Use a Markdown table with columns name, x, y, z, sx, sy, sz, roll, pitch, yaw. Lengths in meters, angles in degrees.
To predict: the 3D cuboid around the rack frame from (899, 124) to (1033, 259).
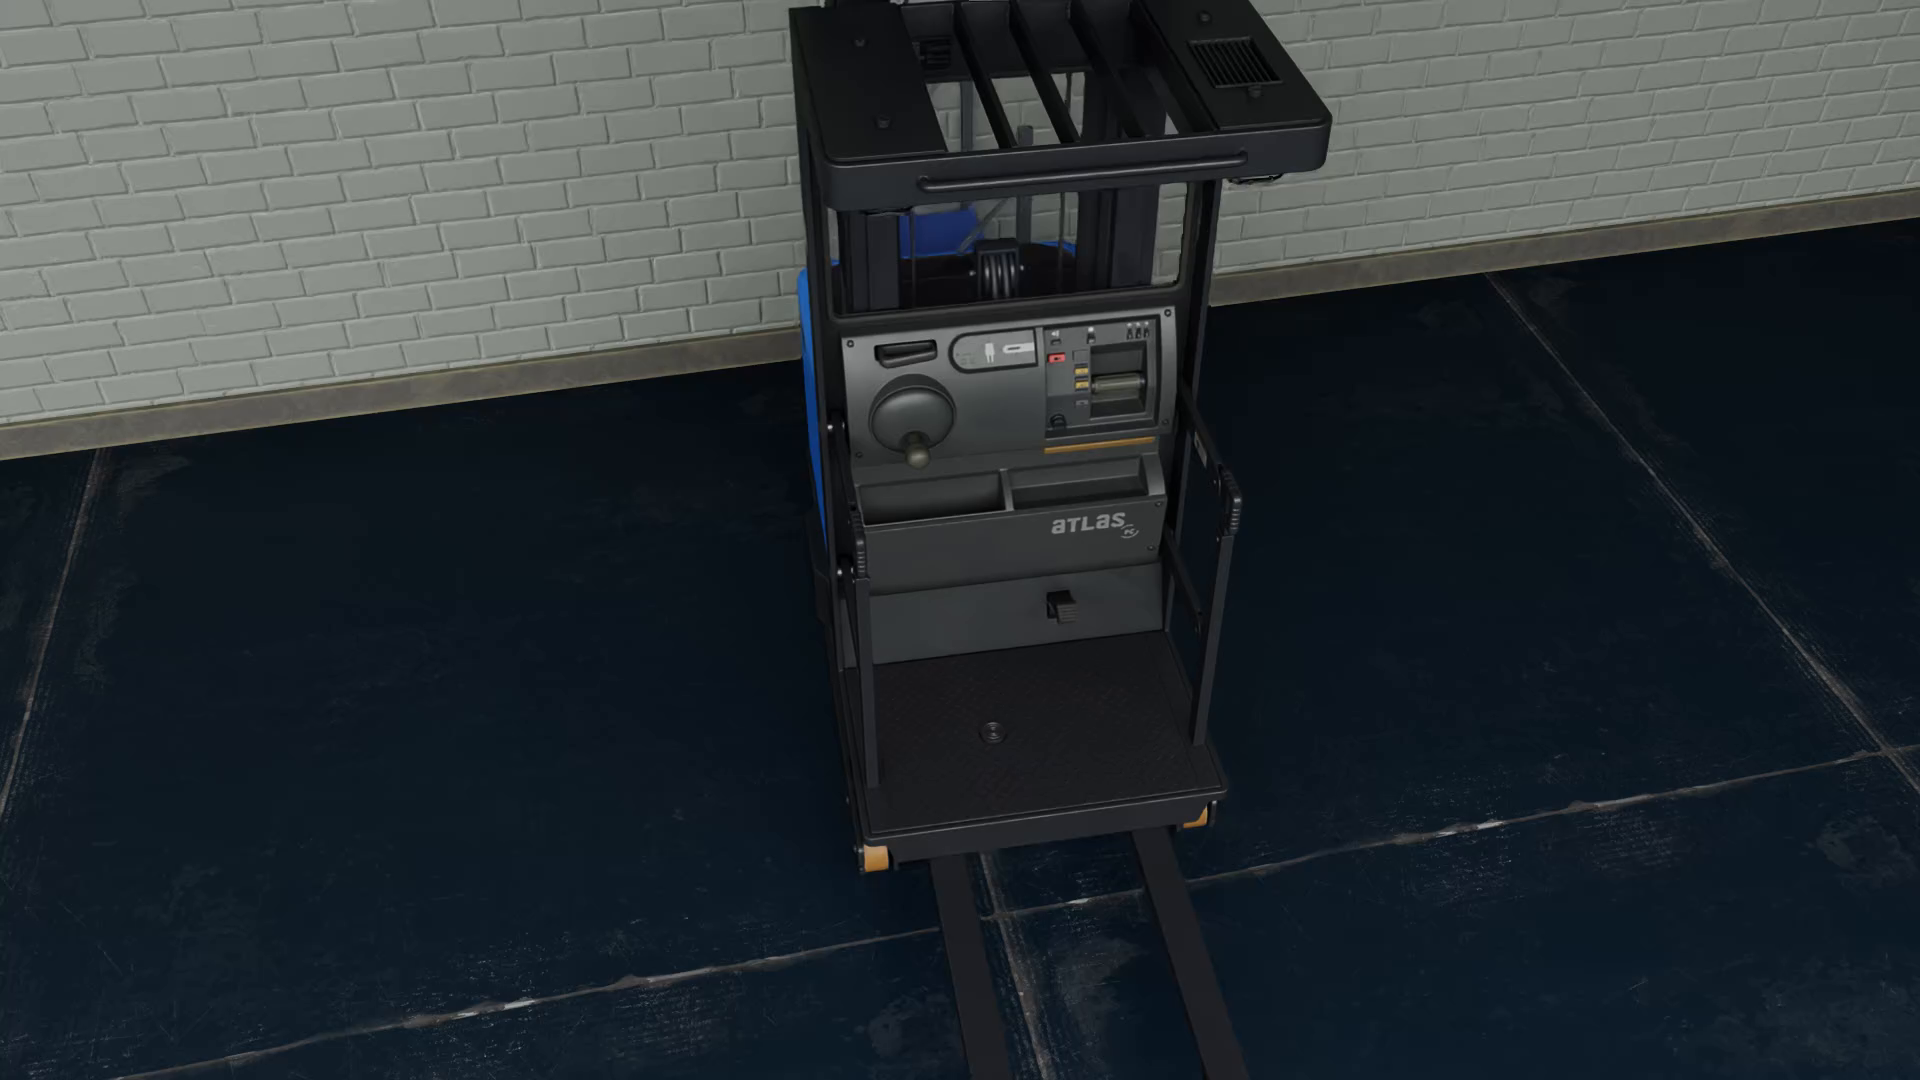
| name | x | y | z | sx | sy | sz | roll | pitch | yaw |
| --- | --- | --- | --- | --- | --- | --- | --- | --- | --- |
| rack frame | -0.002 | -0.769 | 5.959 | 0.500 | 1.500 | 0.032 | -8 | 41 | -8 |

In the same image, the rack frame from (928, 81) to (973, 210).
| name | x | y | z | sx | sy | sz | roll | pitch | yaw |
| --- | --- | --- | --- | --- | --- | --- | --- | --- | --- |
| rack frame | -0.197 | -1.417 | 6.718 | 0.500 | 1.500 | 0.032 | -8 | 41 | -8 |

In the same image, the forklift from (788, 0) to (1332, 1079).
| name | x | y | z | sx | sy | sz | roll | pitch | yaw |
| --- | --- | --- | --- | --- | --- | --- | --- | --- | --- |
| forklift | 0.181 | -0.344 | 4.430 | 1.130 | 2.935 | 3.031 | -6 | 42 | -7 |

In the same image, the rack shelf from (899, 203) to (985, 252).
| name | x | y | z | sx | sy | sz | roll | pitch | yaw |
| --- | --- | --- | --- | --- | --- | --- | --- | --- | --- |
| rack shelf | -0.098 | -0.957 | 6.456 | 0.538 | 0.185 | 1.000 | -8 | 41 | -8 |

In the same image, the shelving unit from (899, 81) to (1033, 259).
| name | x | y | z | sx | sy | sz | roll | pitch | yaw |
| --- | --- | --- | --- | --- | --- | --- | --- | --- | --- |
| shelving unit | -0.099 | -1.093 | 6.338 | 0.538 | 1.500 | 1.048 | -8 | 41 | -8 |
